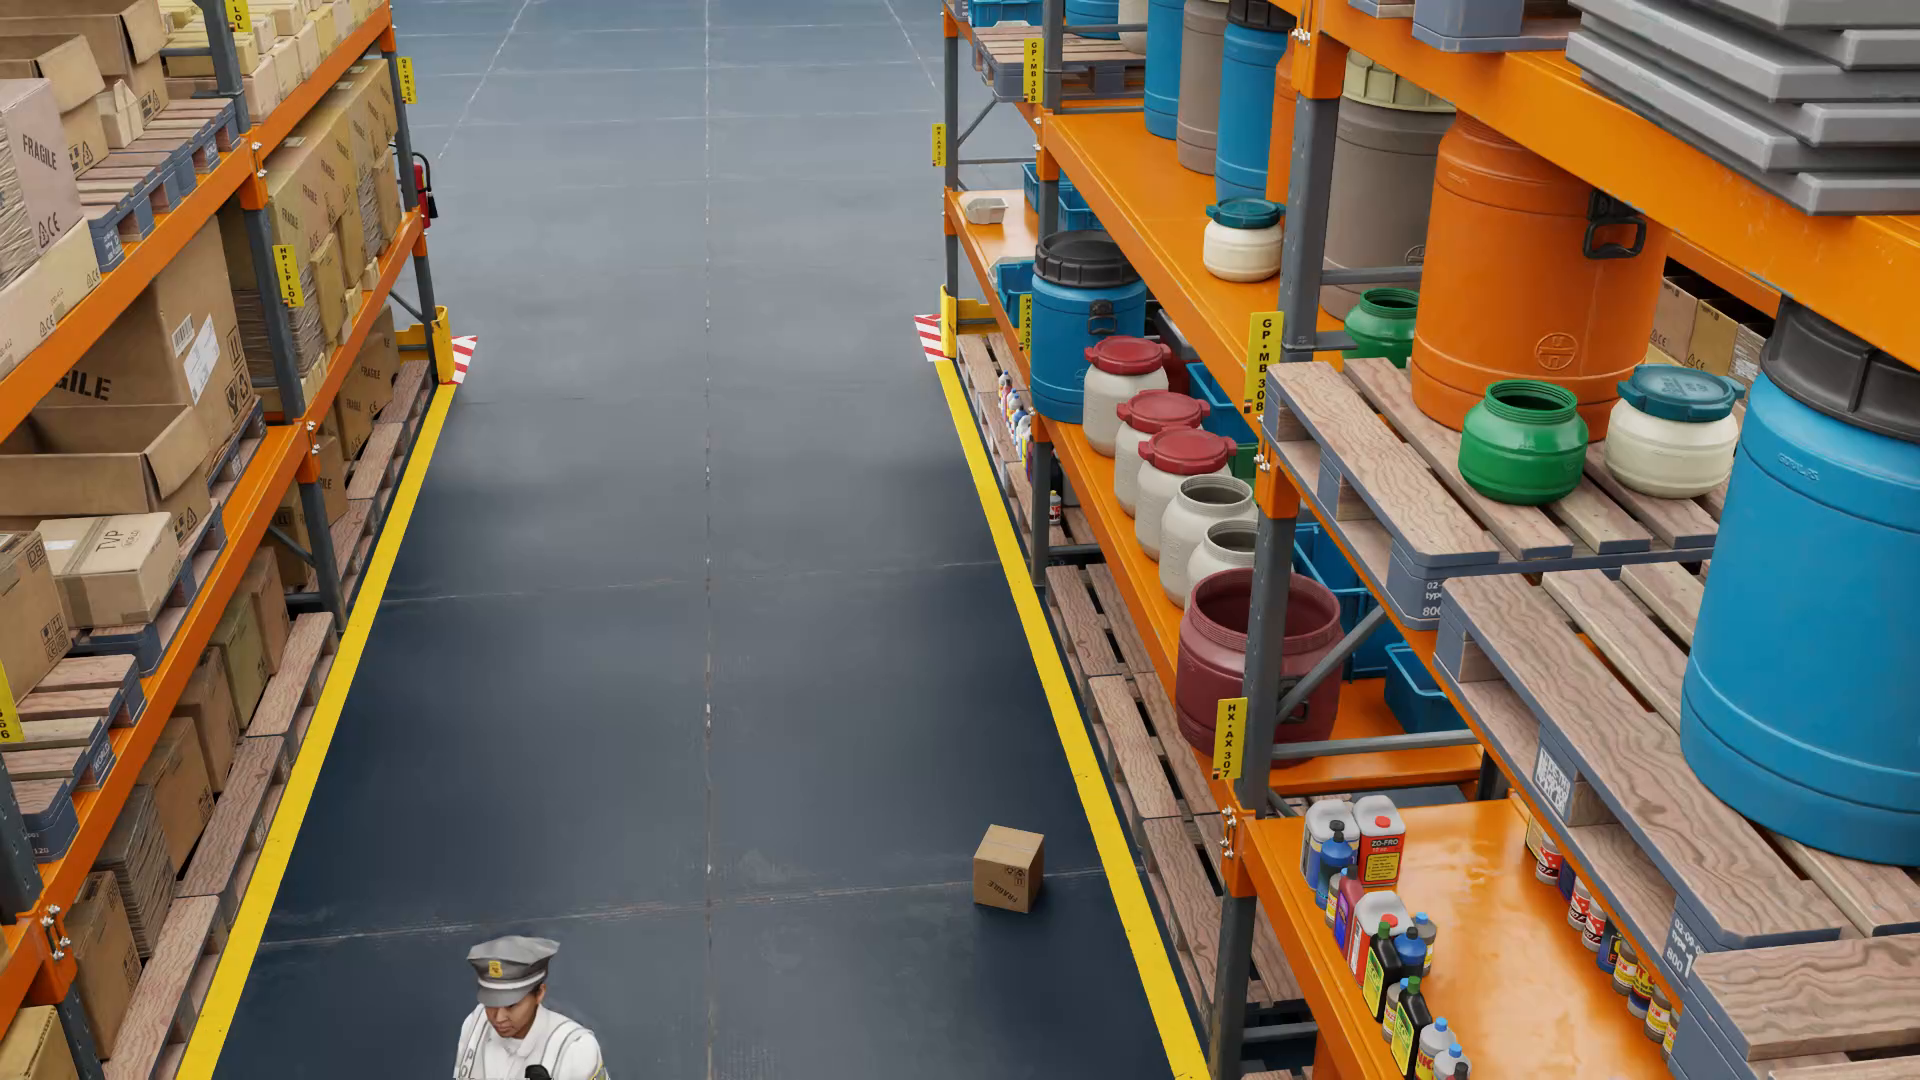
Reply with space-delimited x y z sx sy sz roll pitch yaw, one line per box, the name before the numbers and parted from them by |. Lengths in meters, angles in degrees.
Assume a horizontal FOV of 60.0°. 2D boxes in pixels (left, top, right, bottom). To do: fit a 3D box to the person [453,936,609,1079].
person | -1.295 1.912 4.890 0.485 1.706 0.773 12 30 22
